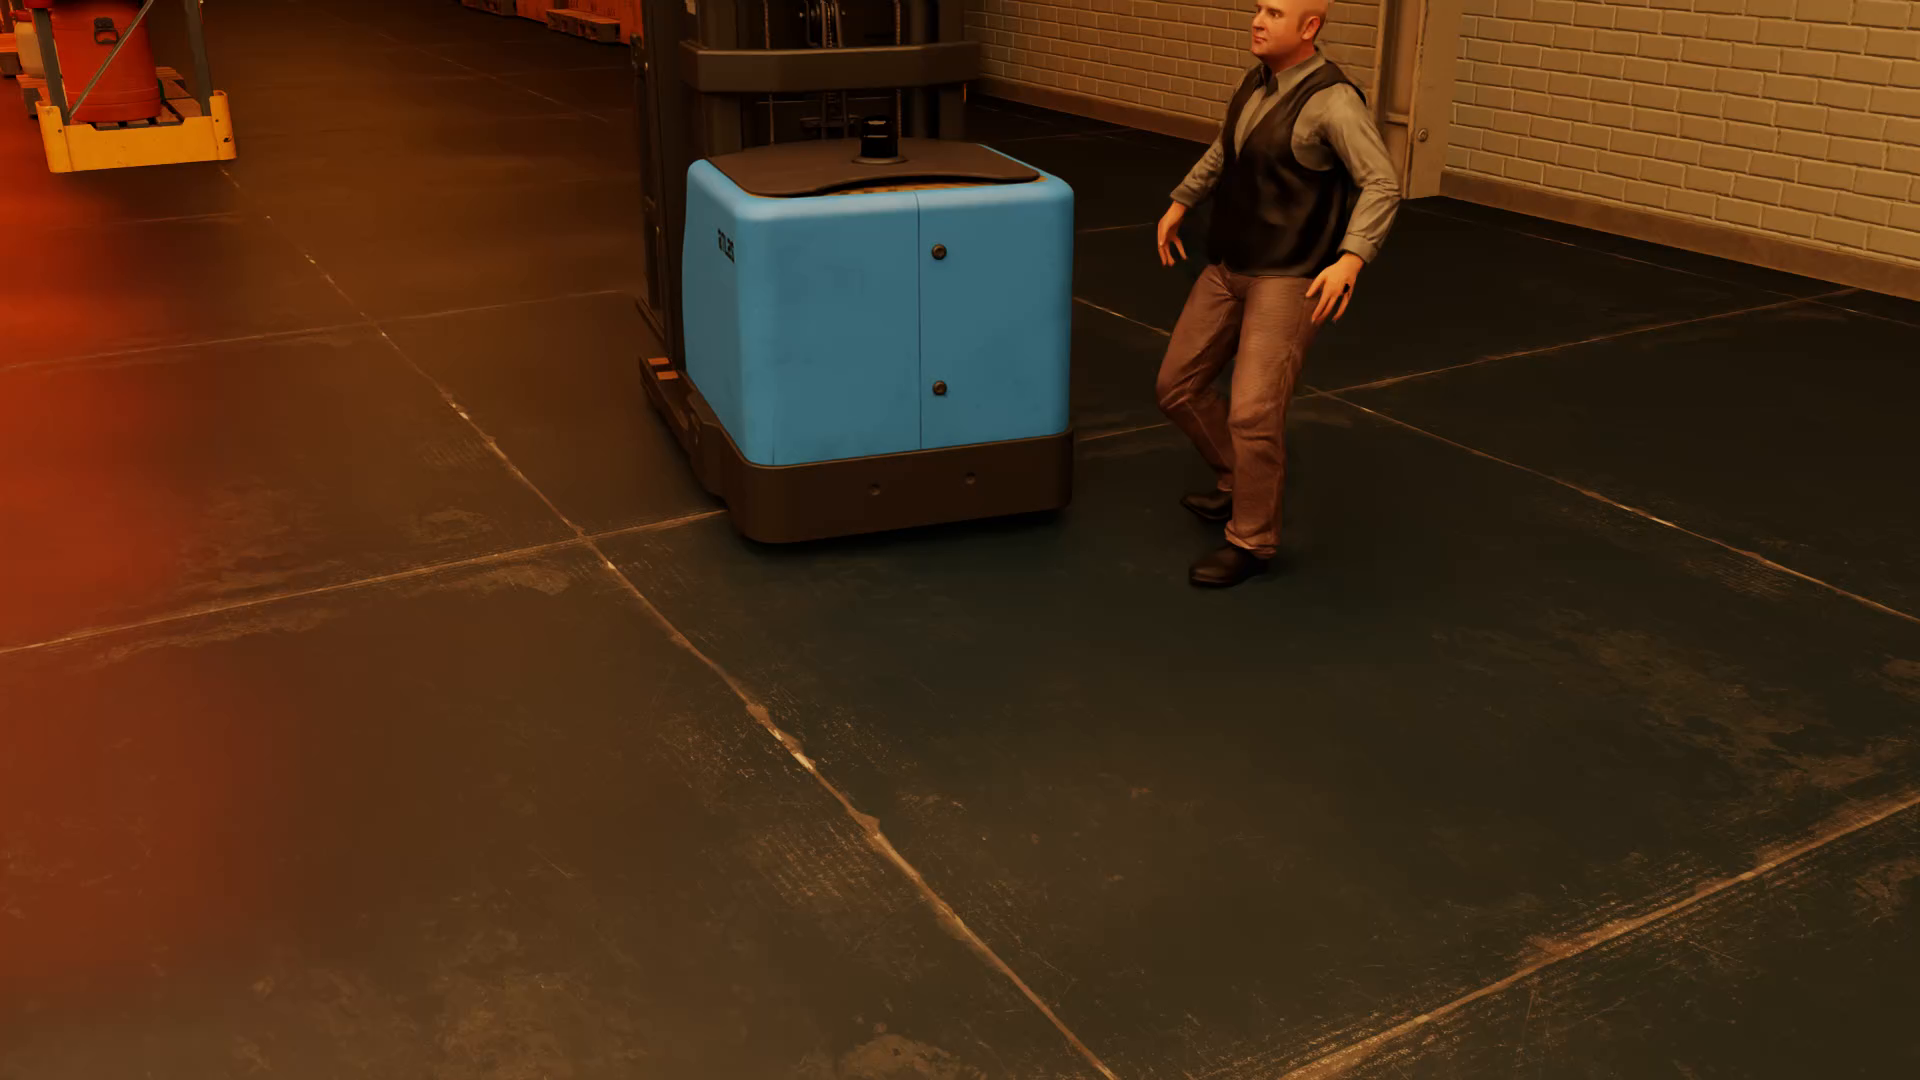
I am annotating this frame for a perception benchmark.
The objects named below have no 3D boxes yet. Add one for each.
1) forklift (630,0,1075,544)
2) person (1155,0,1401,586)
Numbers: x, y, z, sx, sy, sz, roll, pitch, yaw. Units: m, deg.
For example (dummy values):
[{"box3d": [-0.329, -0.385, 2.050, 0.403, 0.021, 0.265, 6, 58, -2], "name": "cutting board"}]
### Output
[{"box3d": [-0.608, -1.875, 5.842, 1.130, 2.935, 3.031, -7, 23, -18], "name": "forklift"}, {"box3d": [0.824, -0.754, 4.814, 0.579, 1.682, 0.873, -10, 24, -22], "name": "person"}]
